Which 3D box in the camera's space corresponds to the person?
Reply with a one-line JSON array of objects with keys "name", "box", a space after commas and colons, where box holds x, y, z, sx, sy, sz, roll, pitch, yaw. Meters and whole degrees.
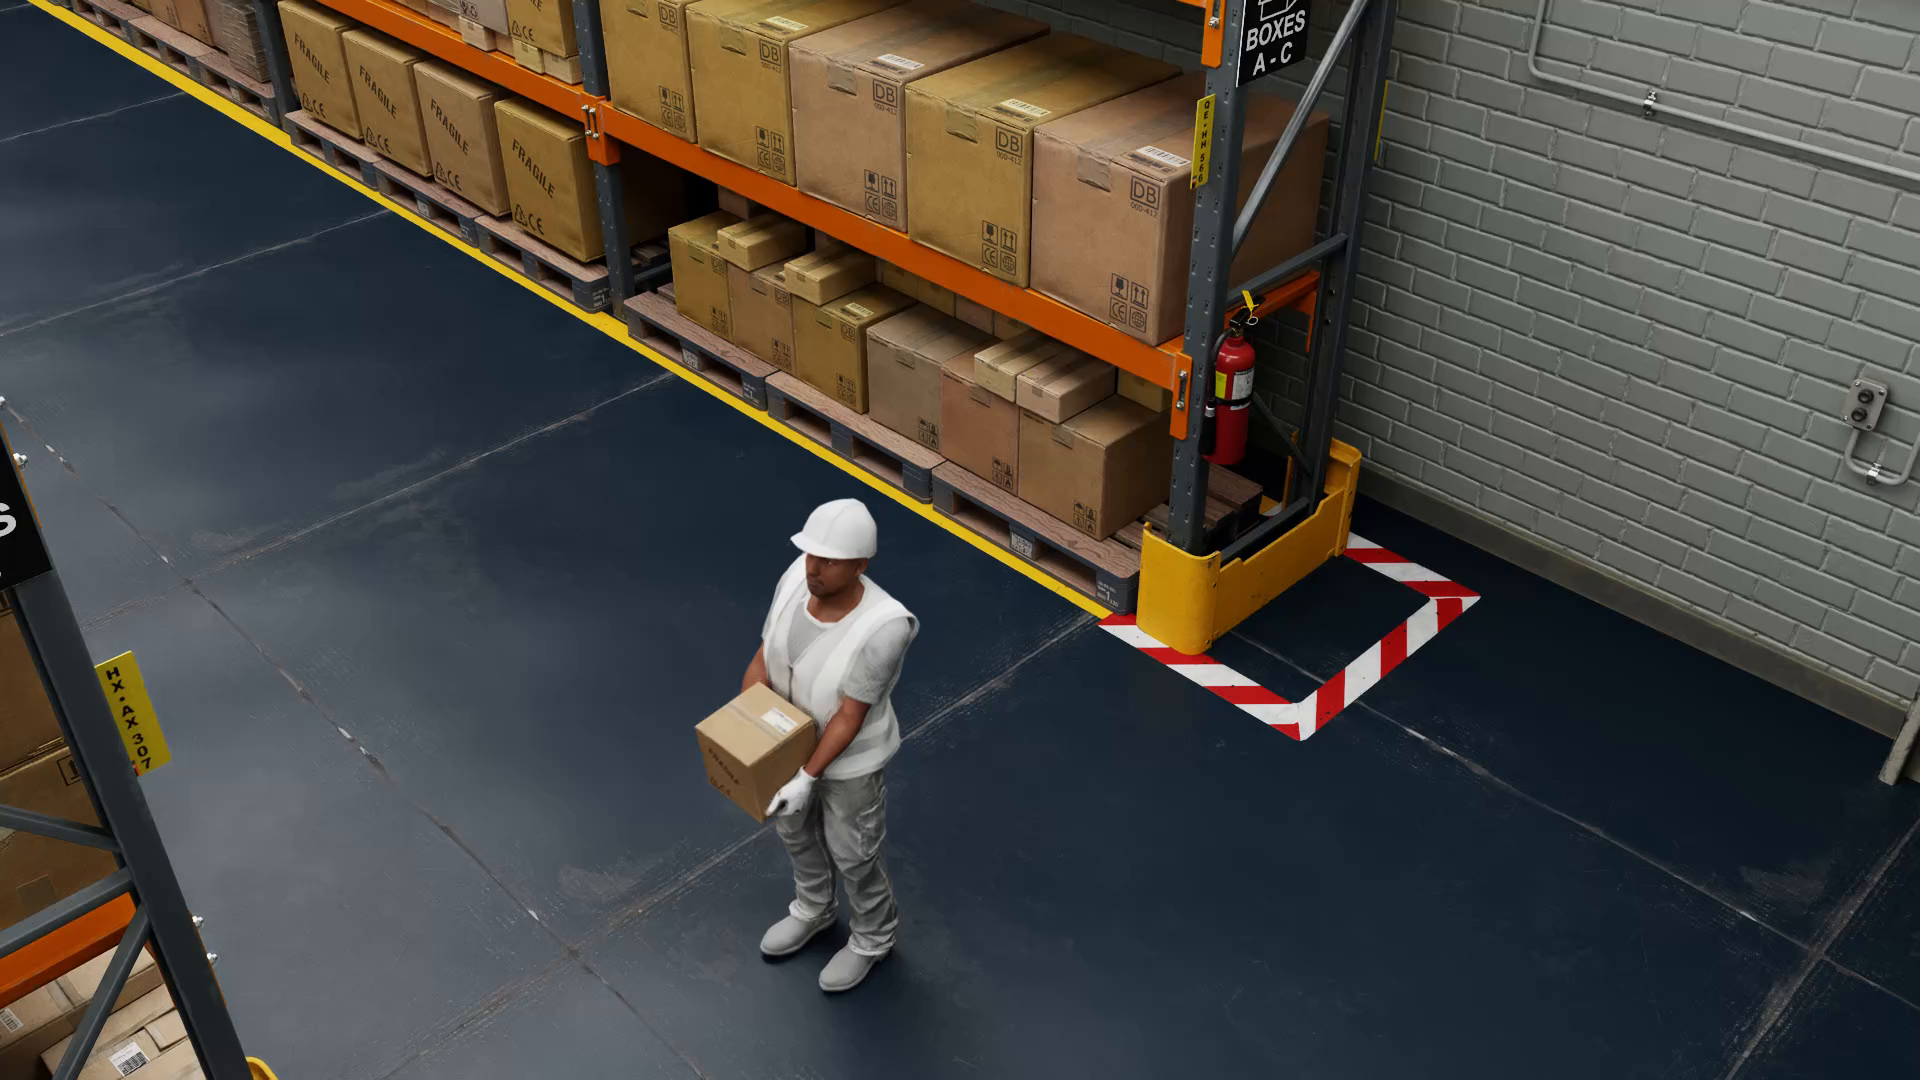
[{"name": "person", "box": [-0.461, 0.687, 5.154, 0.493, 1.782, 0.573, 30, 45, 35]}]
